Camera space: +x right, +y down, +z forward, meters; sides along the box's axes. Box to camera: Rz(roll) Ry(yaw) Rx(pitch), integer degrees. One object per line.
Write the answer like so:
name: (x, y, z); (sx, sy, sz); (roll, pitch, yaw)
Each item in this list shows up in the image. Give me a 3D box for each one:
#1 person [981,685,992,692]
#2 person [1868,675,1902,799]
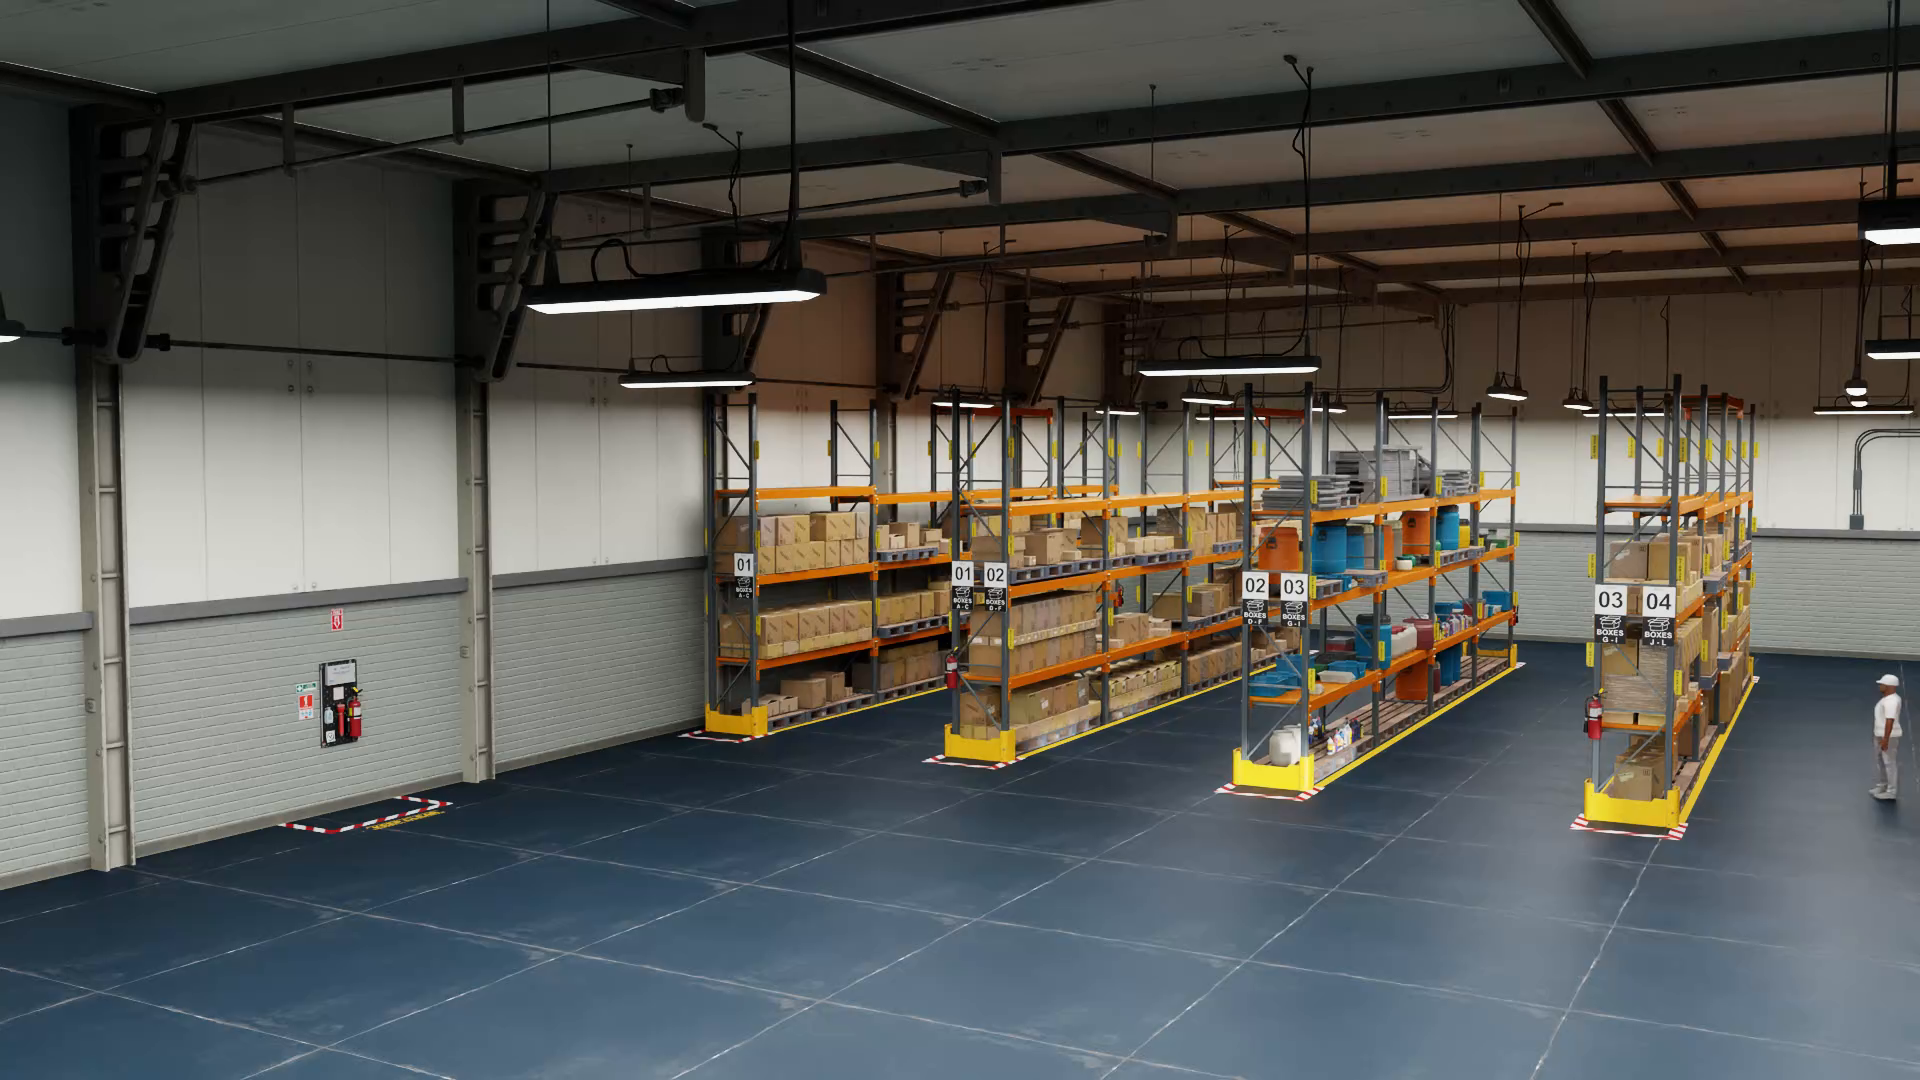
person: (0.580, 2.214, 33.488); (0.410, 1.786, 0.616); (0, 3, 2)
person: (13.341, 2.817, 23.924); (0.407, 1.770, 0.601); (0, 3, 8)
